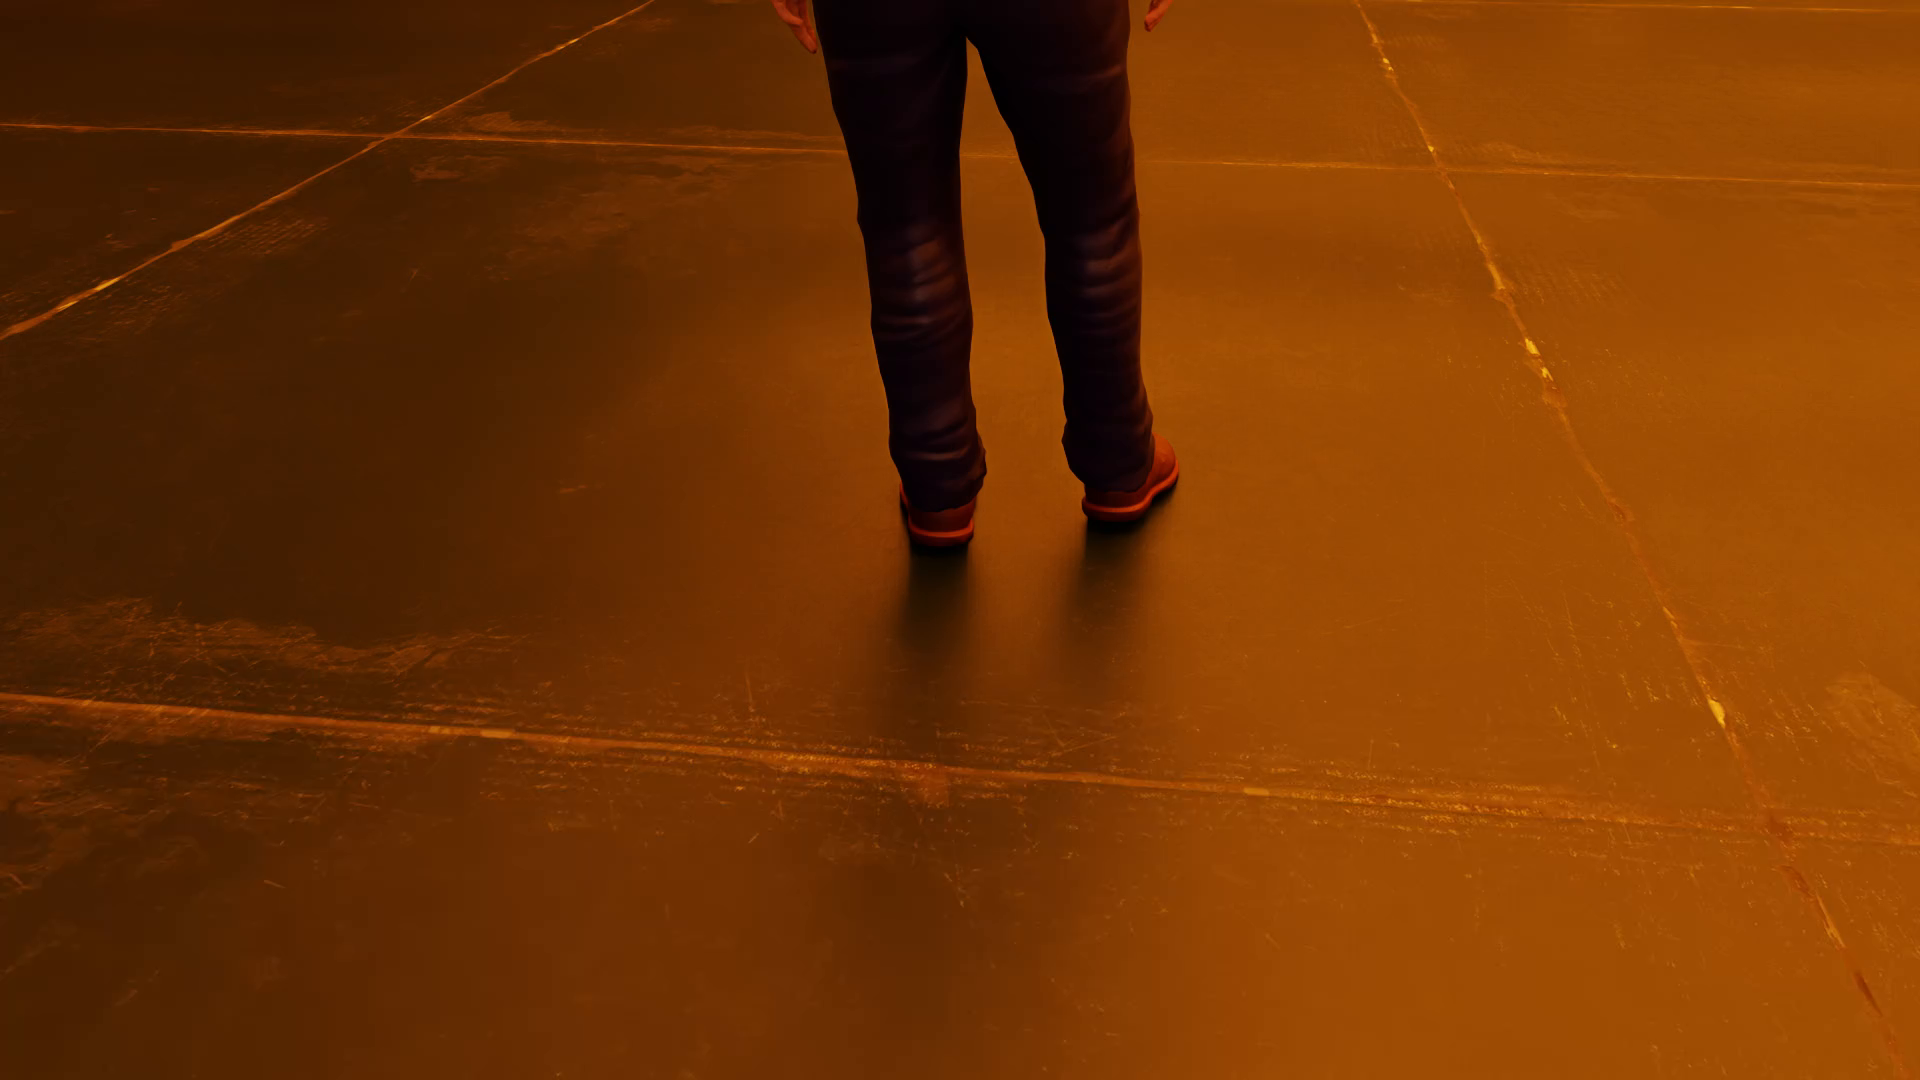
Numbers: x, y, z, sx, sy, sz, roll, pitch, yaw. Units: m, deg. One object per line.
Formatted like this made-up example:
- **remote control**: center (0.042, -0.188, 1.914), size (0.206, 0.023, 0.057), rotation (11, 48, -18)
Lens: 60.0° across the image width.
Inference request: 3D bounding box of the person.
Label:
- **person**: center (0.035, -0.783, 2.205), size (0.598, 1.651, 0.503), rotation (3, 27, 7)
